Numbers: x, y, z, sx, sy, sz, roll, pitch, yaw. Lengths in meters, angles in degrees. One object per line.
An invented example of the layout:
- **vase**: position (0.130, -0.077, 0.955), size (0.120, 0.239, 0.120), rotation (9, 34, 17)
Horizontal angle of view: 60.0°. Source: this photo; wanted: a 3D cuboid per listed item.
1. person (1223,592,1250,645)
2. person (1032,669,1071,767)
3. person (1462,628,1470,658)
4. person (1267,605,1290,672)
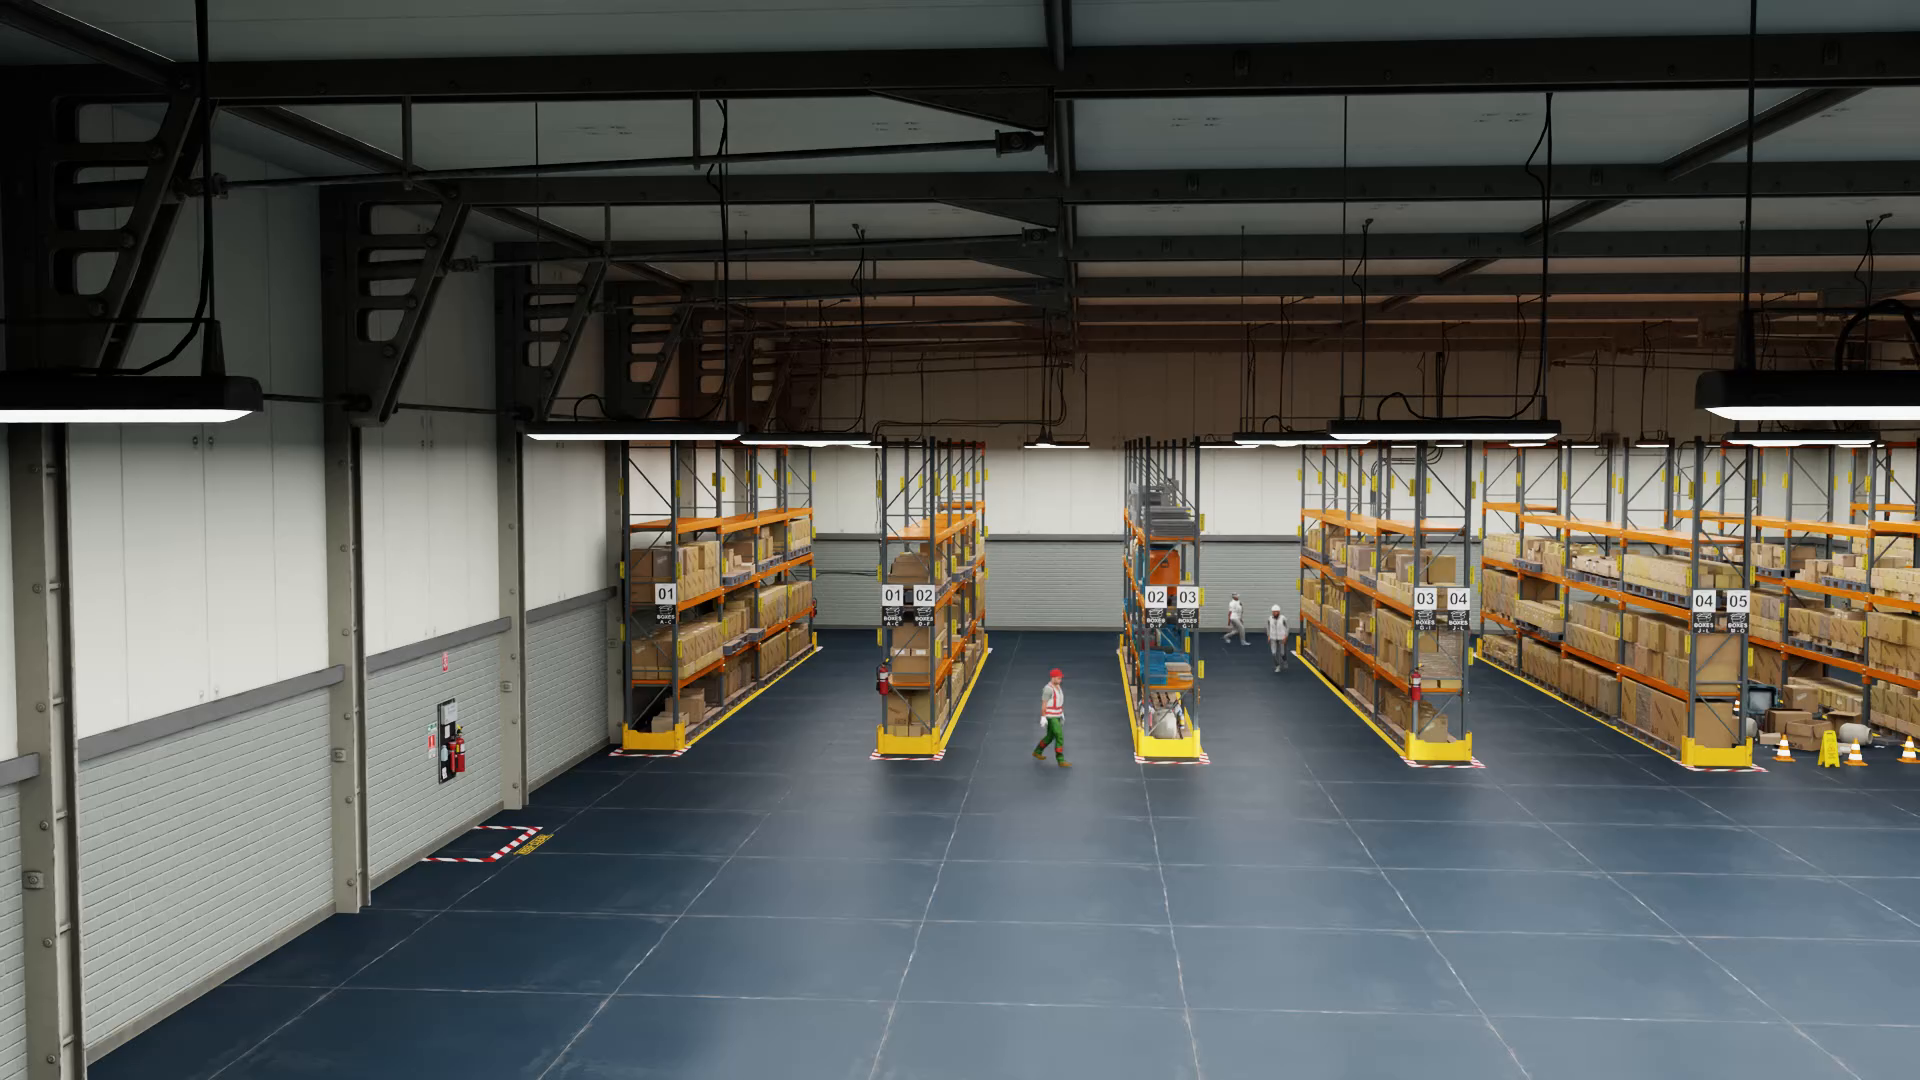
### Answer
- **person**: position (8.160, 2.312, 49.117), size (0.949, 1.546, 0.434), rotation (3, 4, 41)
- **person**: position (1.690, 3.225, 30.377), size (0.917, 1.754, 0.547), rotation (1, 3, 26)
- **person**: position (12.638, 2.620, 42.226), size (0.598, 1.707, 0.612), rotation (1, 3, 15)
- **person**: position (8.295, 2.543, 43.253), size (0.598, 1.747, 0.700), rotation (1, 3, 24)
